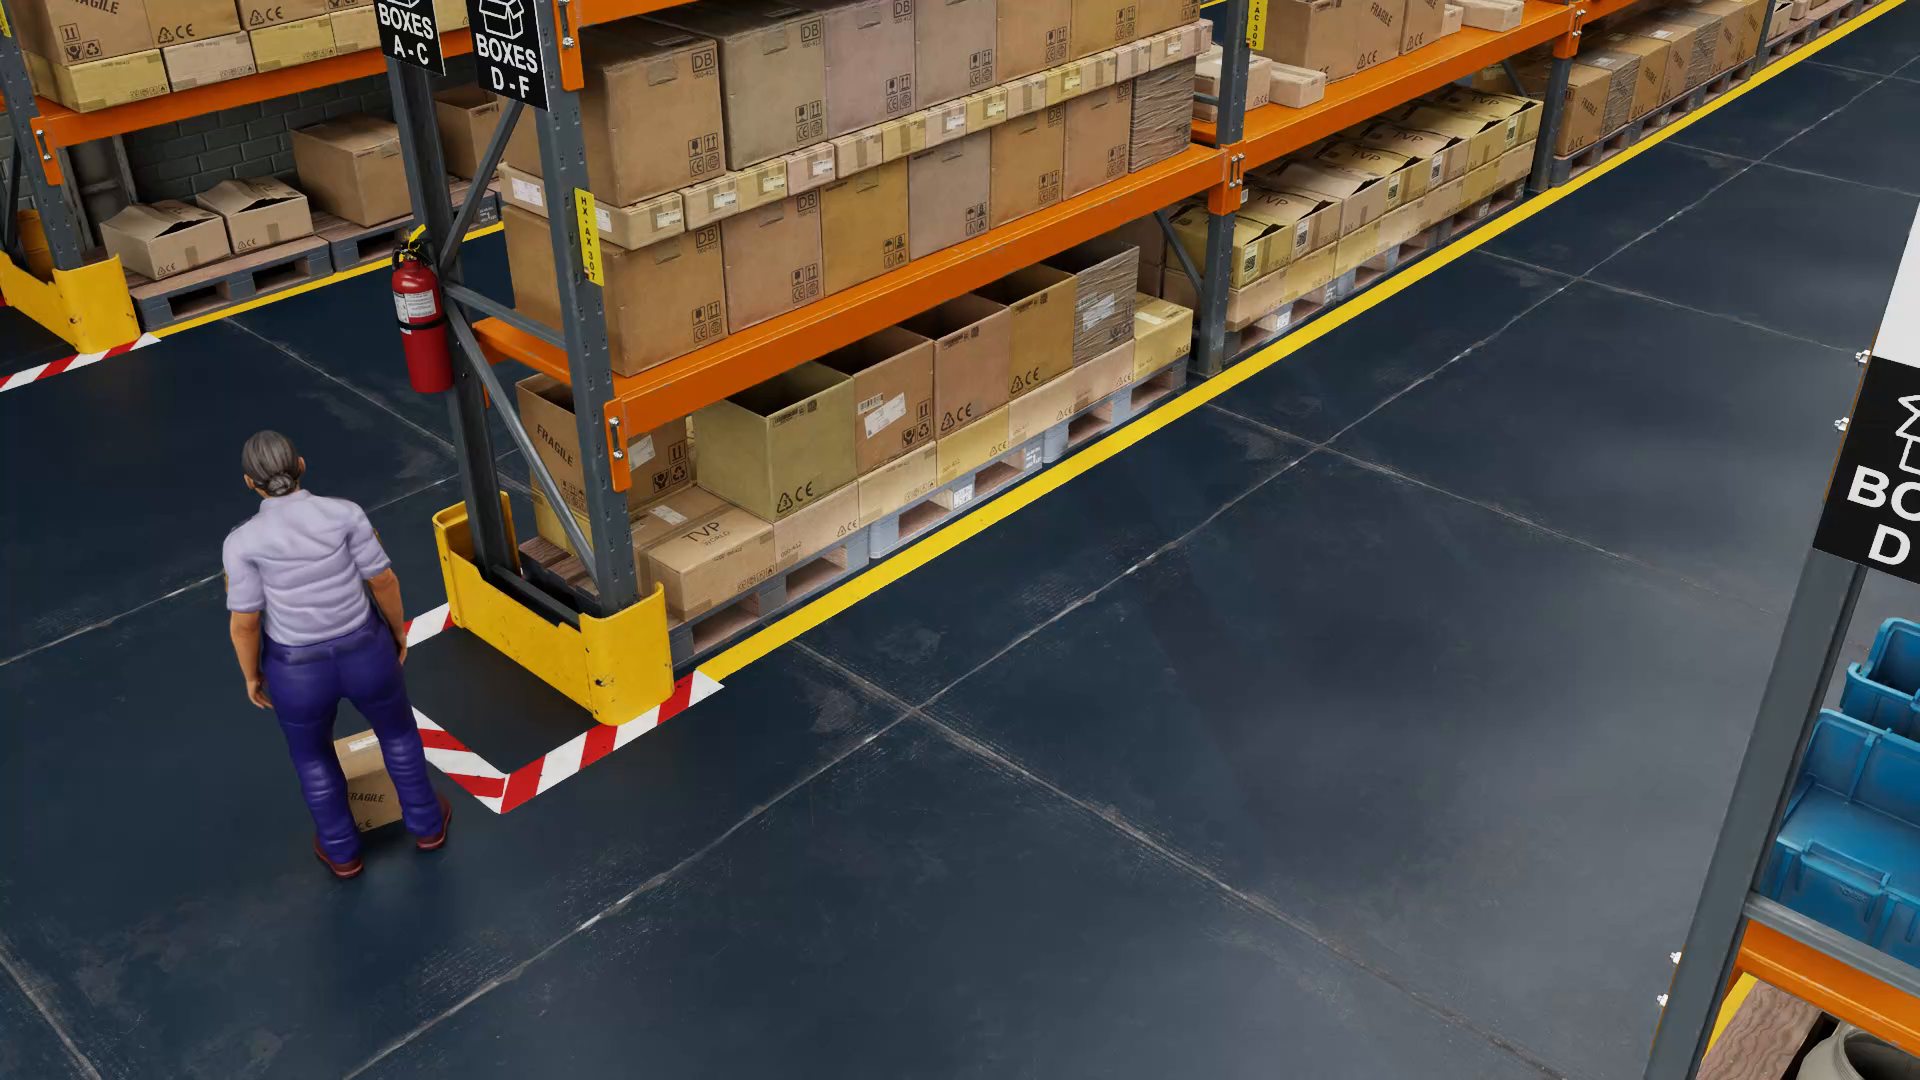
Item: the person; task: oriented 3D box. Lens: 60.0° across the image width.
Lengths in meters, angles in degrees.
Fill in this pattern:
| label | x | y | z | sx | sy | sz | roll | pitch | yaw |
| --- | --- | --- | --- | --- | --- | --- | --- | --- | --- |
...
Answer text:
| label | x | y | z | sx | sy | sz | roll | pitch | yaw |
| --- | --- | --- | --- | --- | --- | --- | --- | --- | --- |
| person | -2.070 | 0.395 | 5.496 | 0.564 | 1.652 | 0.368 | -17 | 35 | -26 |
